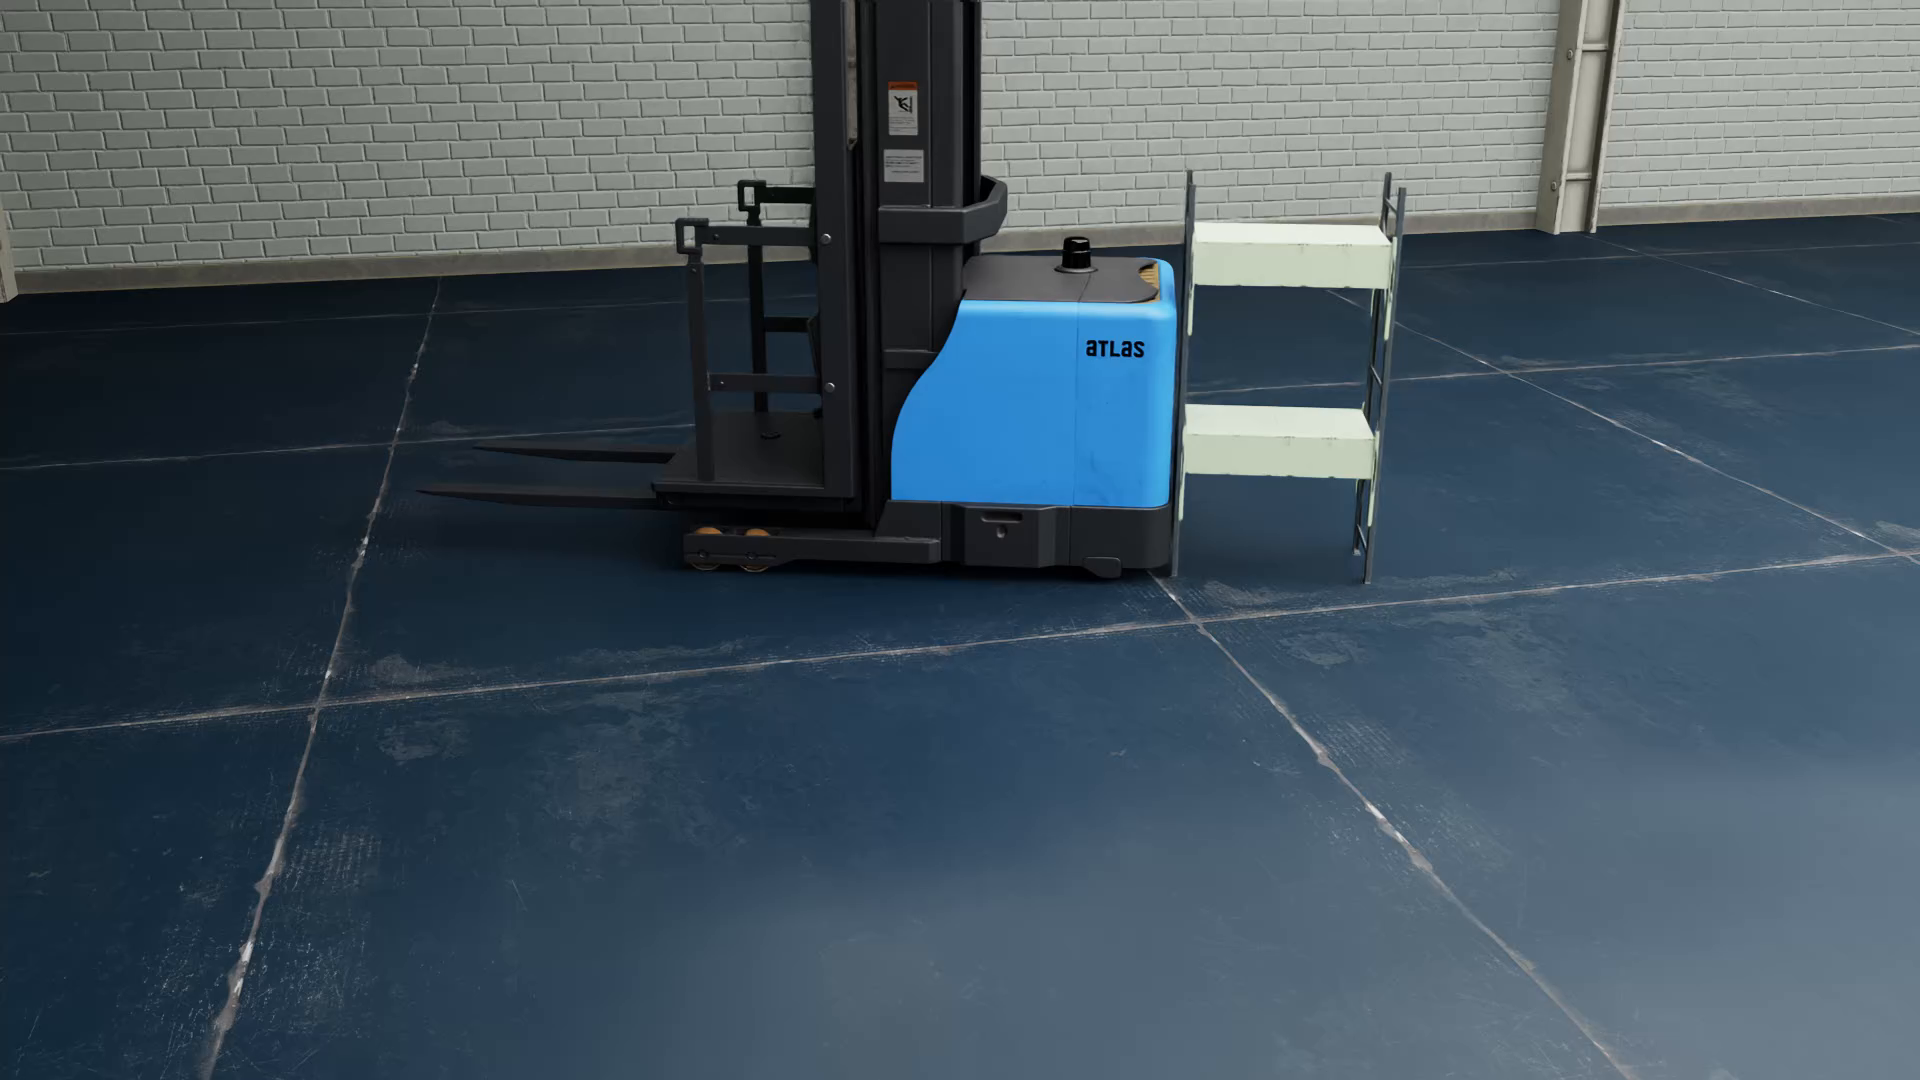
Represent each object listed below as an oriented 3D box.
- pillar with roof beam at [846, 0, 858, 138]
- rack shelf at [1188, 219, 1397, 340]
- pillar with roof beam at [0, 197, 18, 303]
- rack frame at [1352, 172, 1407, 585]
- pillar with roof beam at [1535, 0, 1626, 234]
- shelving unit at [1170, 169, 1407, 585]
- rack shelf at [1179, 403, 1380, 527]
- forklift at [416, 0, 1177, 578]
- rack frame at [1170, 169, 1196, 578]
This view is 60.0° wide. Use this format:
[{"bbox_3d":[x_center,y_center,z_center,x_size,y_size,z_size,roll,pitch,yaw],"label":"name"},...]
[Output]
[{"bbox_3d":[0.193,-4.892,7.087,0.400,9.000,9.100,-5,21,-12],"label":"pillar with roof beam"},{"bbox_3d":[1.211,-0.979,6.172,0.720,0.370,0.431,2,20,6],"label":"rack shelf"},{"bbox_3d":[-5.646,-4.417,5.791,0.400,9.000,9.100,-5,21,-12],"label":"pillar with roof beam"},{"bbox_3d":[1.575,-0.600,6.271,0.023,1.500,0.400,2,20,6],"label":"rack frame"},{"bbox_3d":[6.032,-5.367,8.383,0.400,9.000,9.100,-5,21,-12],"label":"pillar with roof beam"},{"bbox_3d":[1.211,-0.613,6.307,0.755,1.500,0.431,2,20,6],"label":"shelving unit"},{"bbox_3d":[1.211,-0.307,6.419,0.720,0.370,0.431,2,20,6],"label":"rack shelf"},{"bbox_3d":[-0.659,-1.428,6.452,3.031,2.935,1.130,2,20,6],"label":"forklift"},{"bbox_3d":[0.847,-0.626,6.342,0.023,1.500,0.400,2,20,6],"label":"rack frame"}]
